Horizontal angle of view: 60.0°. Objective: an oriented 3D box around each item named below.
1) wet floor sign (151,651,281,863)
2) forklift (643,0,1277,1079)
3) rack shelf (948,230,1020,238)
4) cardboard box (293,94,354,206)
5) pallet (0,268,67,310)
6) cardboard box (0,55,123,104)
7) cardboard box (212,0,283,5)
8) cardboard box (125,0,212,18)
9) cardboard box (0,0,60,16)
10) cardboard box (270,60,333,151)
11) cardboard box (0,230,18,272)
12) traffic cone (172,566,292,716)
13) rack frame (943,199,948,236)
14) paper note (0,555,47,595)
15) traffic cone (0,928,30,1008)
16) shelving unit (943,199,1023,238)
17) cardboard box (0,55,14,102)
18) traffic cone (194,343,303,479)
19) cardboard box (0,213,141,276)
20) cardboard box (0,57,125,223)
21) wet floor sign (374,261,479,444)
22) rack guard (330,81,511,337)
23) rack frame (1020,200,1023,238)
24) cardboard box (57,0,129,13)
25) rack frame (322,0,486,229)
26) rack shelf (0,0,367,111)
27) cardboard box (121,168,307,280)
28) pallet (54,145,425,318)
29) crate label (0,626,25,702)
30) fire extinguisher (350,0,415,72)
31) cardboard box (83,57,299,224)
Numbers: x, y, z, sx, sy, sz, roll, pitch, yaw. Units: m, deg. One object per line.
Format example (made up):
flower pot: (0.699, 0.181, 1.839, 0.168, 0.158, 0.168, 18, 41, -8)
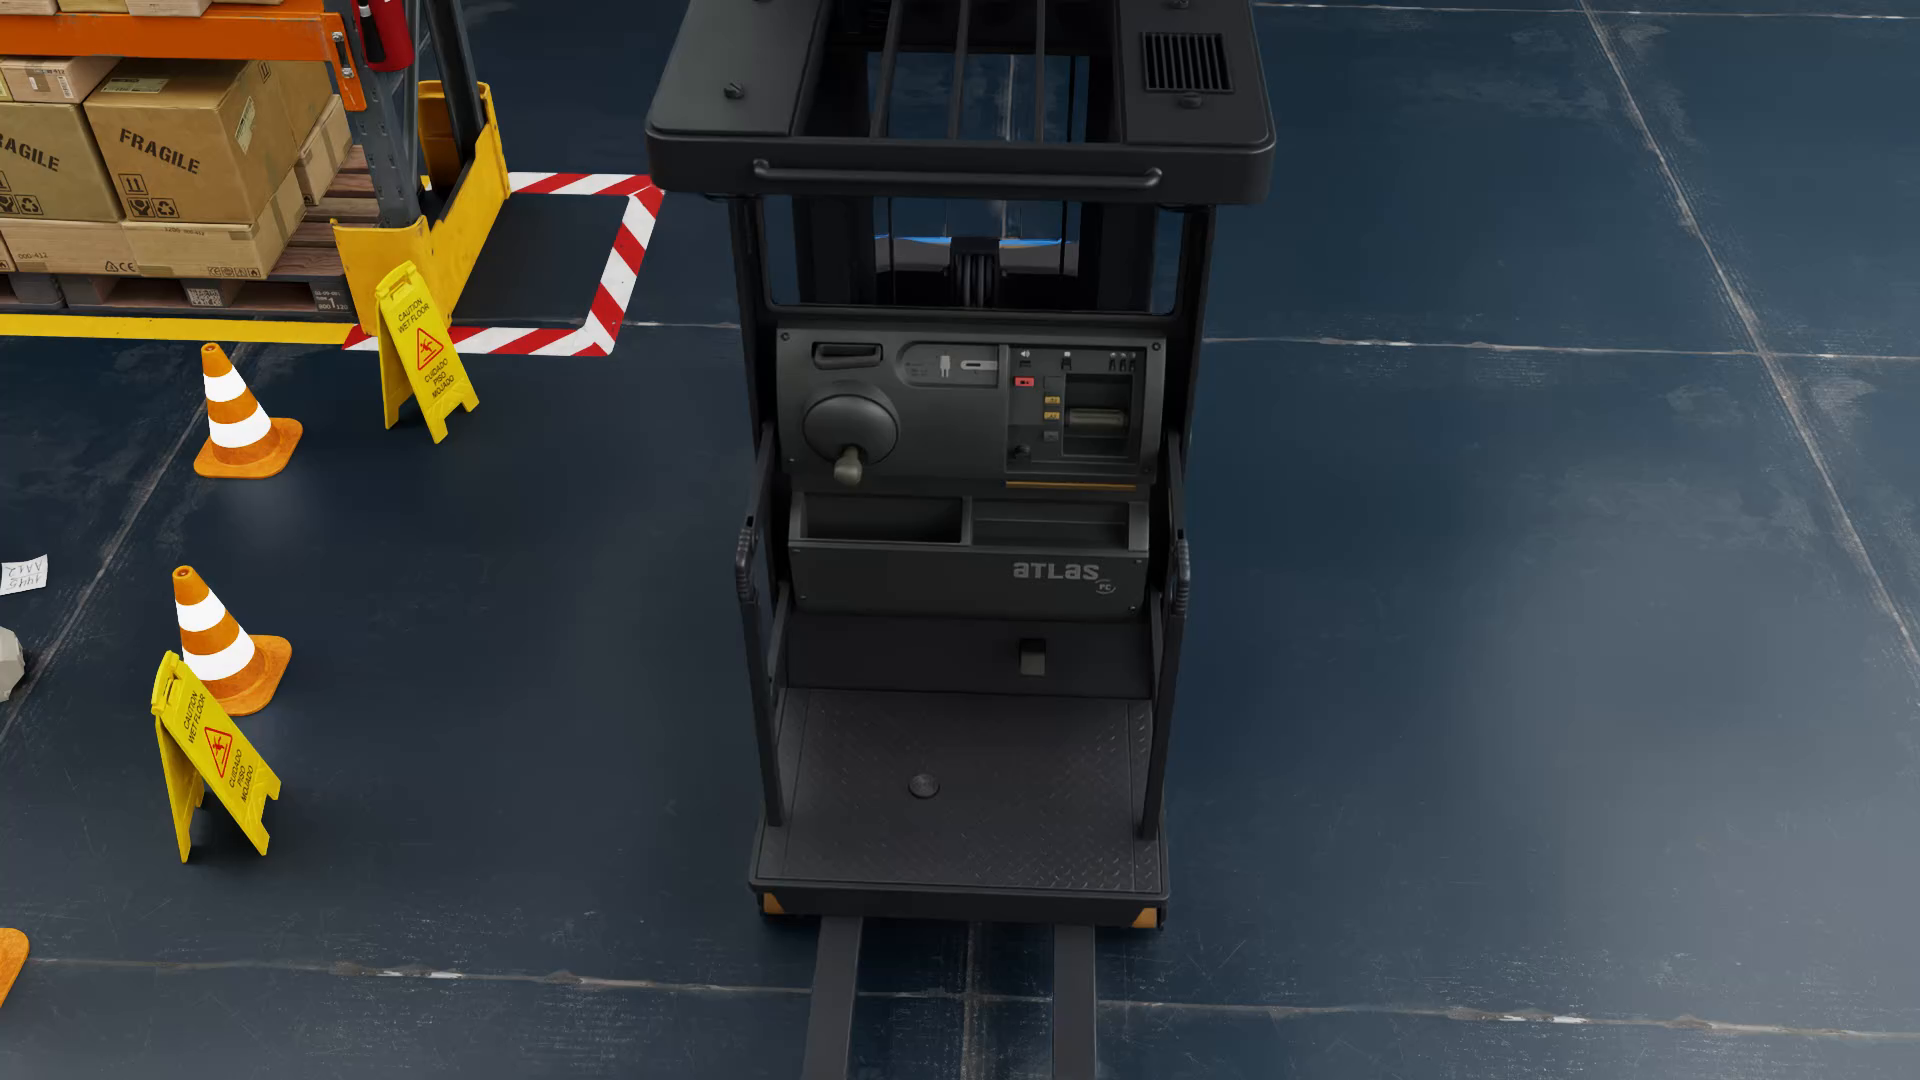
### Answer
wet floor sign: (-2.126, 0.590, 4.643, 0.232, 0.644, 0.267, -5, 43, -5)
forklift: (0.016, -0.233, 3.850, 1.130, 2.935, 3.031, 2, 43, 2)
rack shelf: (0.075, -0.856, 5.494, 0.240, 0.259, 0.215, 2, 44, 2)
cardboard box: (-2.916, -1.658, 7.039, 0.500, 0.250, 0.500, 1, 43, 2)
pallet: (-4.224, -1.368, 7.064, 1.213, 0.211, 1.003, 2, 43, 2)
cardboard box: (-3.304, -1.770, 6.132, 0.250, 0.149, 0.380, 3, 43, 3)
cardboard box: (-2.506, -2.072, 5.957, 0.250, 0.149, 0.380, 3, 43, 3)
cardboard box: (-2.764, -2.004, 5.885, 0.250, 0.149, 0.380, 1, 43, 1)
cardboard box: (-3.277, -2.014, 5.895, 0.250, 0.149, 0.380, 2, 43, 3)
cardboard box: (-2.939, -1.933, 6.783, 0.500, 0.500, 0.500, 0, 43, 0)
cardboard box: (-3.982, -1.320, 6.676, 0.500, 0.250, 0.500, 0, 43, 0)
traffic cone: (-2.320, 0.262, 5.129, 0.334, 0.463, 0.336, 2, 43, 2)
rack frame: (-0.047, -0.663, 5.688, 0.008, 1.050, 0.200, 2, 44, 2)
paper note: (-3.156, 0.115, 5.604, 0.142, 0.019, 0.148, -12, 44, -13)
traffic cone: (-2.711, 1.021, 4.314, 0.334, 0.463, 0.336, 2, 43, 2)
shelving unit: (0.075, -0.659, 5.684, 0.252, 1.050, 0.215, 2, 44, 2)
cardboard box: (-3.555, -1.779, 6.143, 0.250, 0.149, 0.380, 2, 43, 3)
traffic cone: (-2.610, -0.504, 5.952, 0.334, 0.463, 0.336, 2, 43, 2)
cardboard box: (-3.459, -1.308, 6.663, 0.500, 0.250, 0.500, 2, 43, 2)
cardboard box: (-3.456, -1.580, 6.405, 0.500, 0.500, 0.500, 3, 43, 3)
wet floor sign: (-1.981, -0.702, 6.030, 0.232, 0.644, 0.267, 16, 45, 16)
rack guard: (-2.198, -1.385, 6.870, 0.348, 0.500, 1.175, 2, 43, 2)
rack frame: (0.197, -0.656, 5.680, 0.008, 1.050, 0.200, 2, 44, 2)
cardboard box: (-3.019, -2.026, 5.909, 0.250, 0.149, 0.380, 1, 43, 1)
rack frame: (-2.122, -2.298, 6.016, 0.127, 3.000, 1.000, 2, 43, 2)
rack shelf: (-4.120, -2.096, 6.327, 4.000, 0.370, 1.077, 2, 43, 2)
cardboard box: (-2.966, -1.288, 6.641, 0.500, 0.250, 0.500, 2, 43, 2)
pallet: (-3.008, -1.329, 7.021, 1.213, 0.211, 1.003, 2, 43, 2)
crate label: (-3.108, 0.399, 5.221, 0.298, 0.136, 0.250, -19, 46, -20)
fire extinguisher: (-2.029, -1.952, 5.702, 0.183, 0.674, 0.296, 2, 43, 2)
cardboard box: (-2.934, -1.567, 6.390, 0.500, 0.500, 0.500, 2, 43, 2)
